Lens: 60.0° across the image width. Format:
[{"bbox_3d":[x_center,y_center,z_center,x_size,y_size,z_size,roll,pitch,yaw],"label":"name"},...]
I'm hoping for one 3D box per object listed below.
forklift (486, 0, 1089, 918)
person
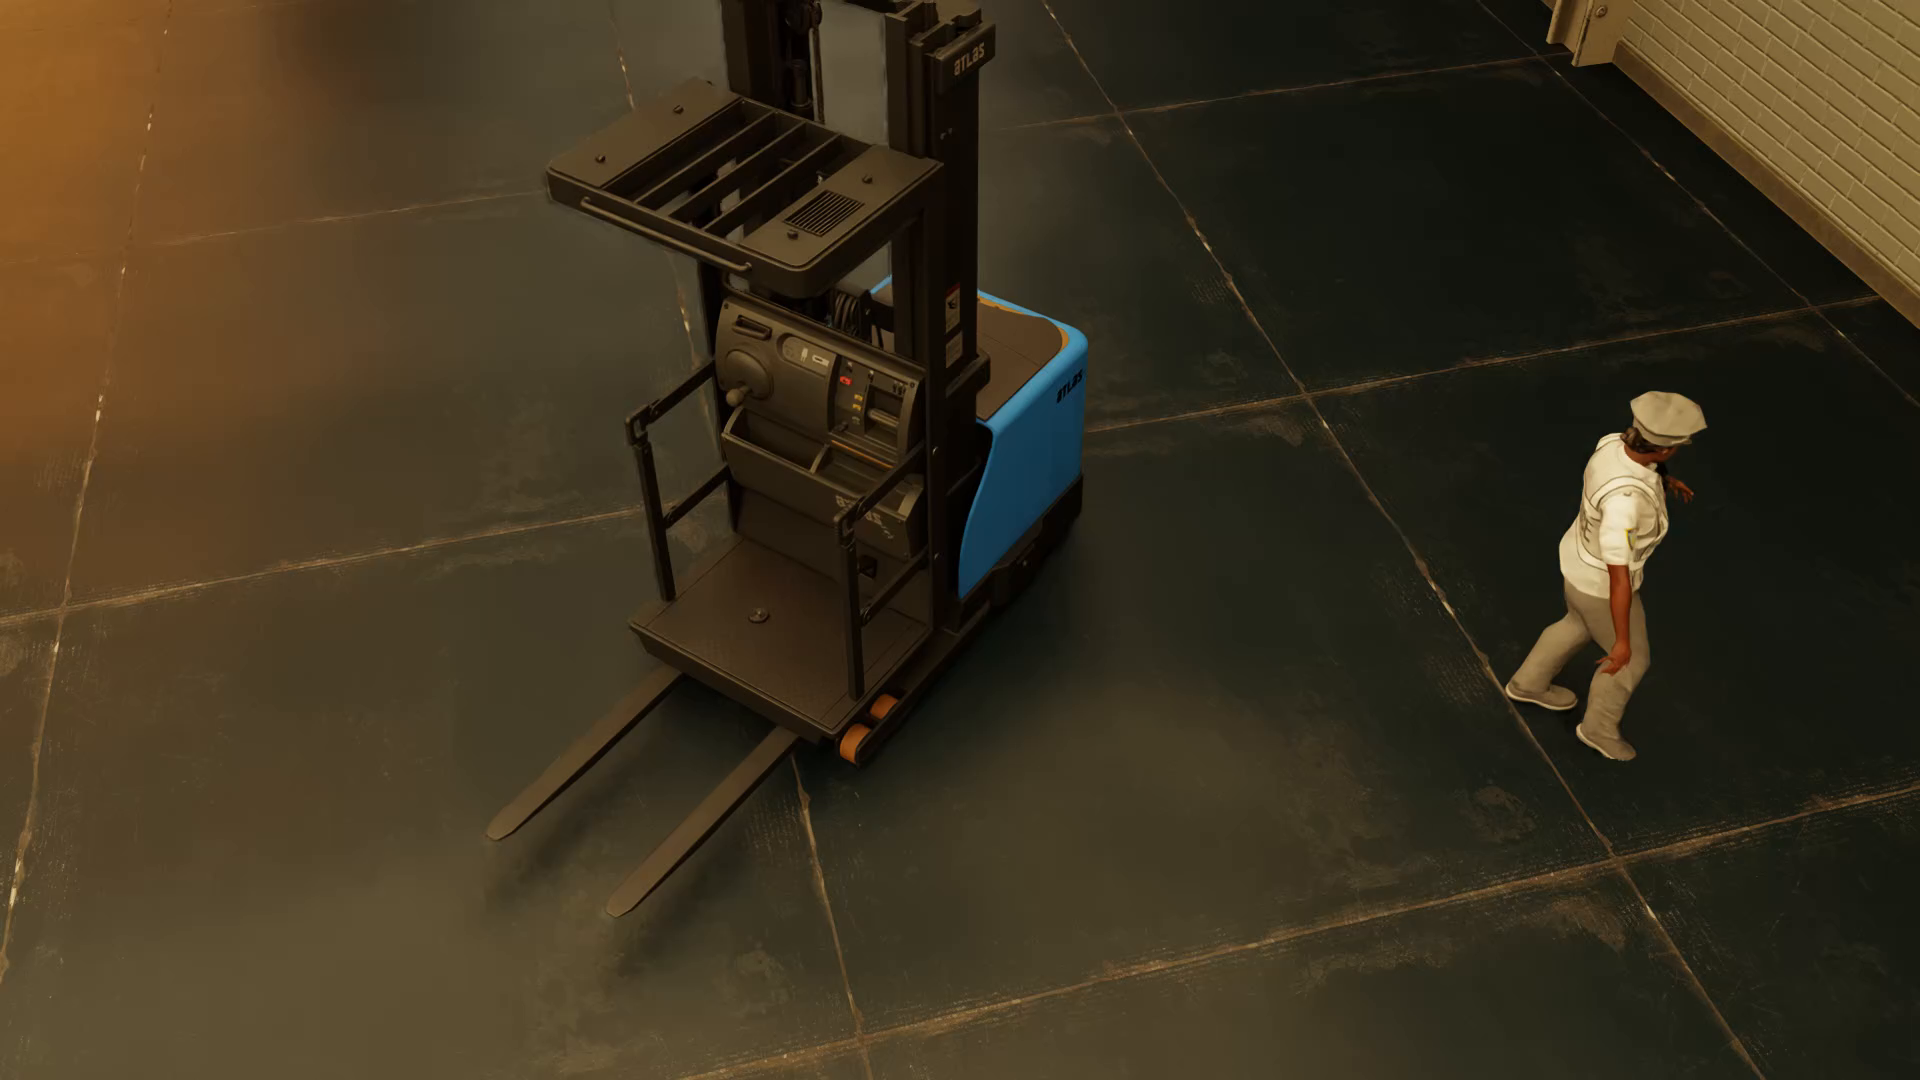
[{"bbox_3d":[-0.671,-0.526,6.202,1.130,2.935,3.031,25,49,24],"label":"forklift"},{"bbox_3d":[2.573,0.174,6.448,0.548,1.692,0.899,10,44,10],"label":"person"}]
